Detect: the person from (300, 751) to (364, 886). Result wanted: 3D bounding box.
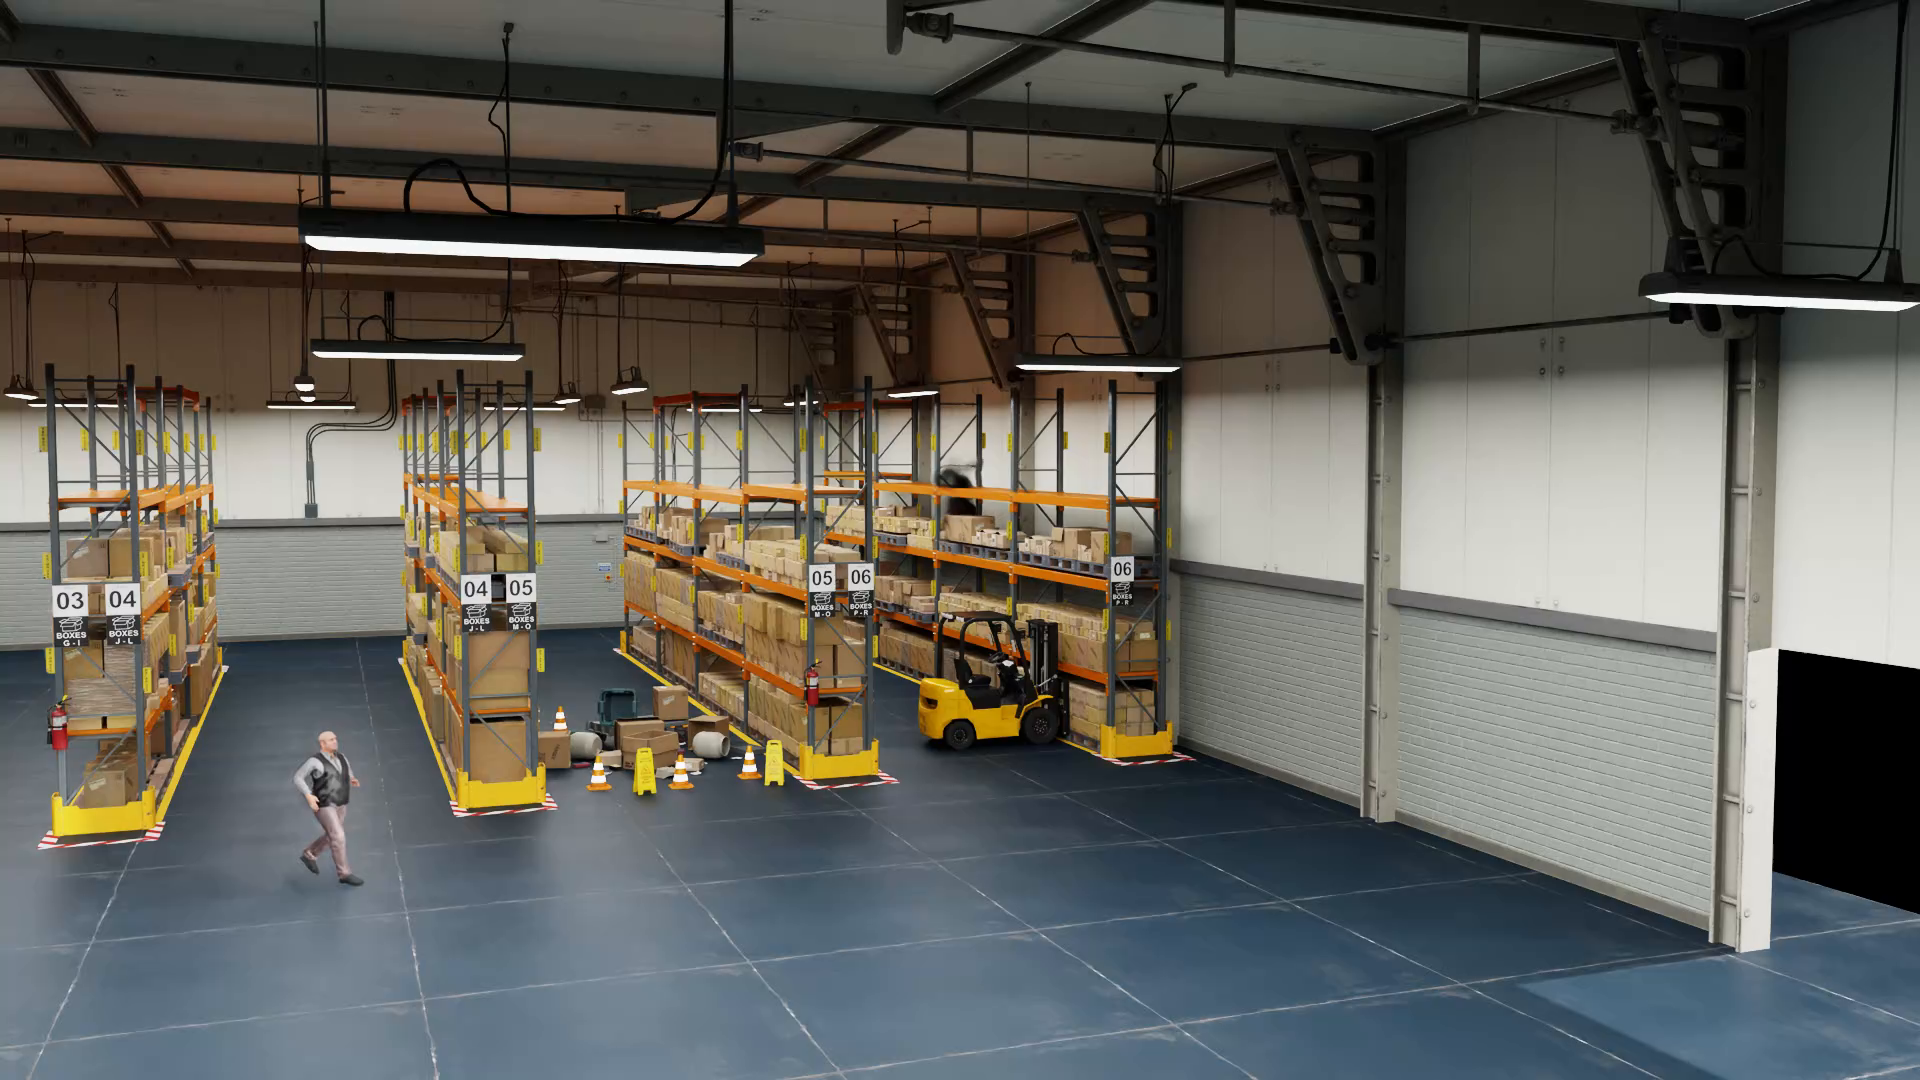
[{"bbox_3d":[-13.011,2.590,28.070,18.382,1.477,13.754,1,4,20],"label":"person"}]
